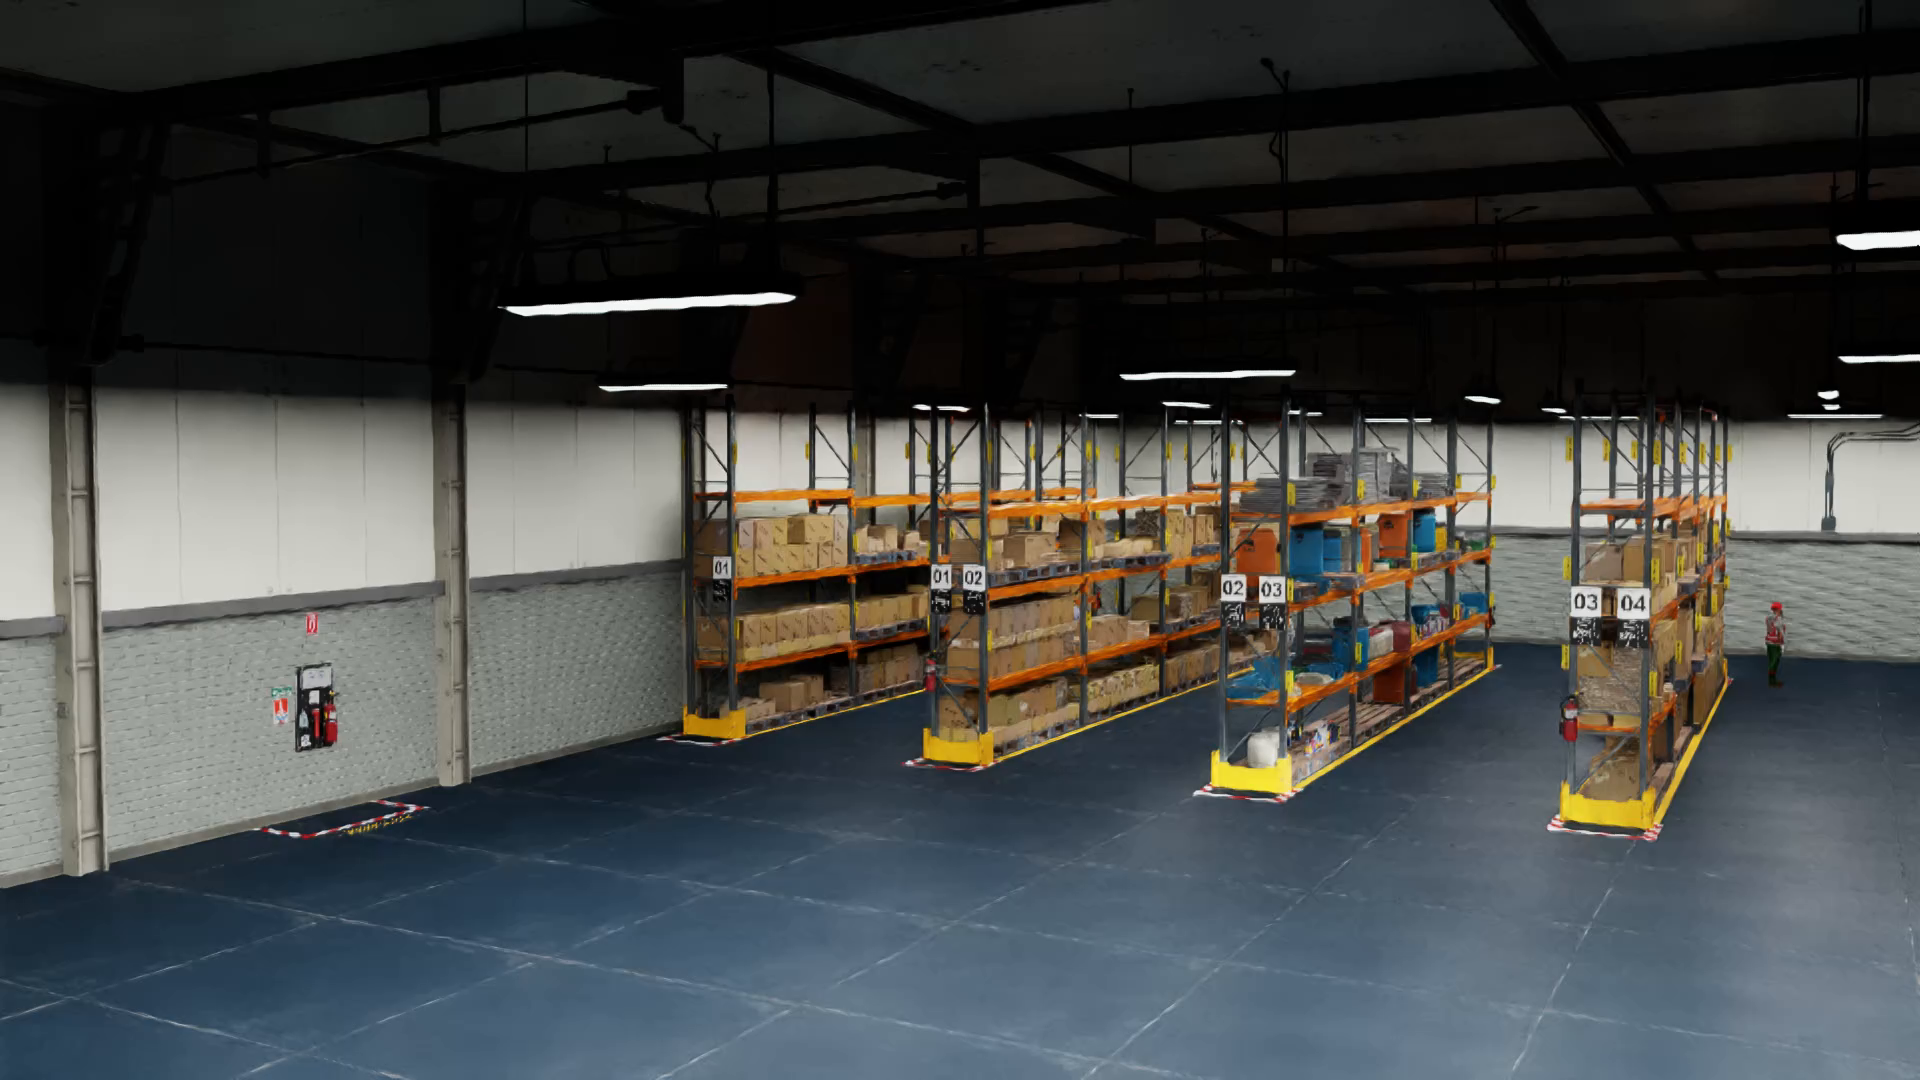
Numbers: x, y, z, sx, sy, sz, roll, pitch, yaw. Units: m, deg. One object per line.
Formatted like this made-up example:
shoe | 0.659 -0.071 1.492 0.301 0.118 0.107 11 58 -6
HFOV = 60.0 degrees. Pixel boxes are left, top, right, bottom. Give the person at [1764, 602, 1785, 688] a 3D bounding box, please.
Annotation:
person | 17.430 2.221 35.468 0.466 1.794 0.629 0 3 0

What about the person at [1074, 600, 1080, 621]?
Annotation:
person | 2.692 2.143 39.141 0.491 1.590 0.983 2 3 27

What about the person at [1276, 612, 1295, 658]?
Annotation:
person | 7.089 2.206 36.171 0.430 1.754 0.648 0 3 8
